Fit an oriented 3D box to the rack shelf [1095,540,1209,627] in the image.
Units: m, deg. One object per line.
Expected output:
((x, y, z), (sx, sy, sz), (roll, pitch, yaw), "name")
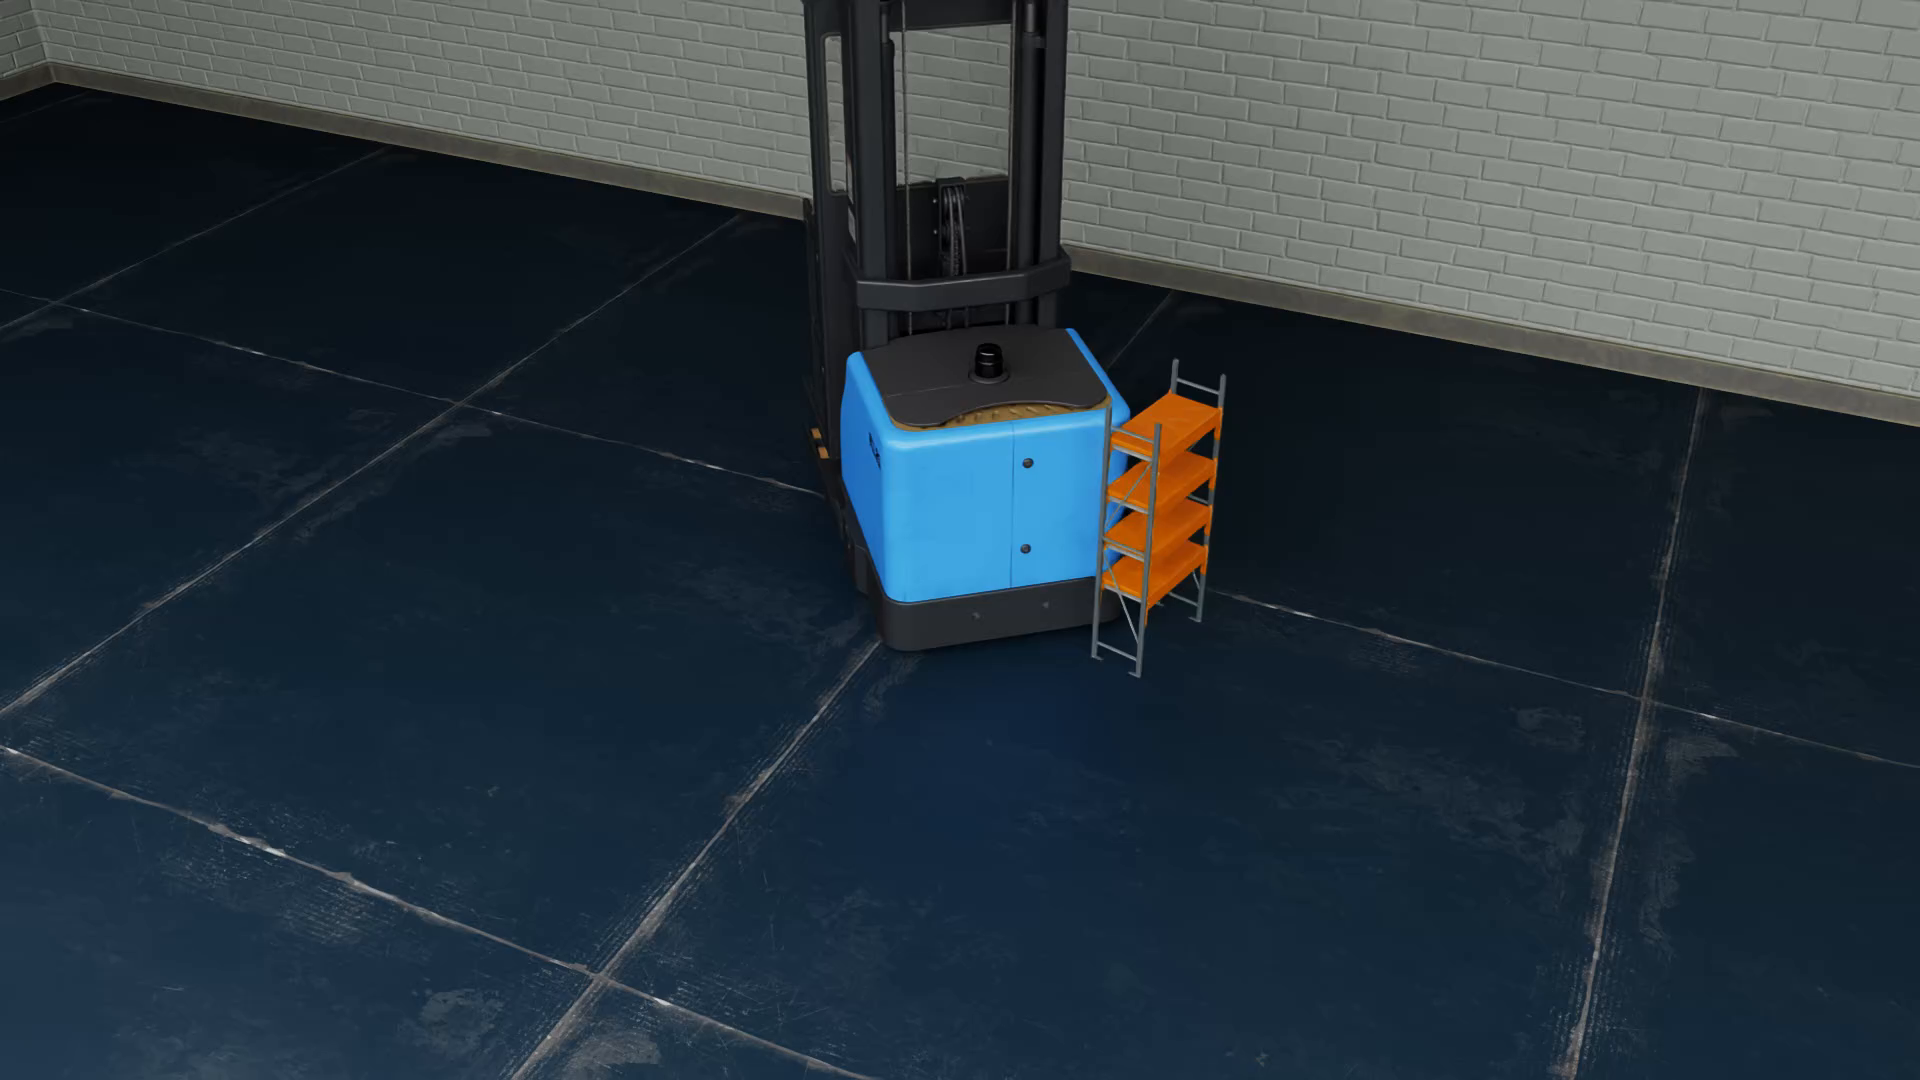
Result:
((0.800, 0.144, 6.919), (0.258, 0.148, 0.480), (23, 40, 30), "rack shelf")

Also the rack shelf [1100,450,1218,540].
((0.802, -0.208, 6.687), (0.258, 0.148, 0.480), (23, 40, 30), "rack shelf")

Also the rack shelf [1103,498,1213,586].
((0.801, -0.022, 6.810), (0.258, 0.148, 0.480), (23, 40, 30), "rack shelf")

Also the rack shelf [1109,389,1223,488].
((0.803, -0.406, 6.557), (0.258, 0.148, 0.480), (23, 40, 30), "rack shelf")

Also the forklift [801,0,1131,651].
((-0.155, -1.565, 7.463), (1.130, 2.935, 3.031), (-8, 34, -12), "forklift")

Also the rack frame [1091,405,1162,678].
((0.653, 0.029, 6.611), (0.240, 1.200, 0.015), (23, 40, 30), "rack frame")

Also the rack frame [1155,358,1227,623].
((0.949, -0.184, 6.935), (0.240, 1.200, 0.015), (23, 40, 30), "rack frame")

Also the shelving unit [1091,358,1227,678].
((0.801, -0.078, 6.773), (0.258, 1.200, 0.503), (23, 40, 30), "shelving unit")
